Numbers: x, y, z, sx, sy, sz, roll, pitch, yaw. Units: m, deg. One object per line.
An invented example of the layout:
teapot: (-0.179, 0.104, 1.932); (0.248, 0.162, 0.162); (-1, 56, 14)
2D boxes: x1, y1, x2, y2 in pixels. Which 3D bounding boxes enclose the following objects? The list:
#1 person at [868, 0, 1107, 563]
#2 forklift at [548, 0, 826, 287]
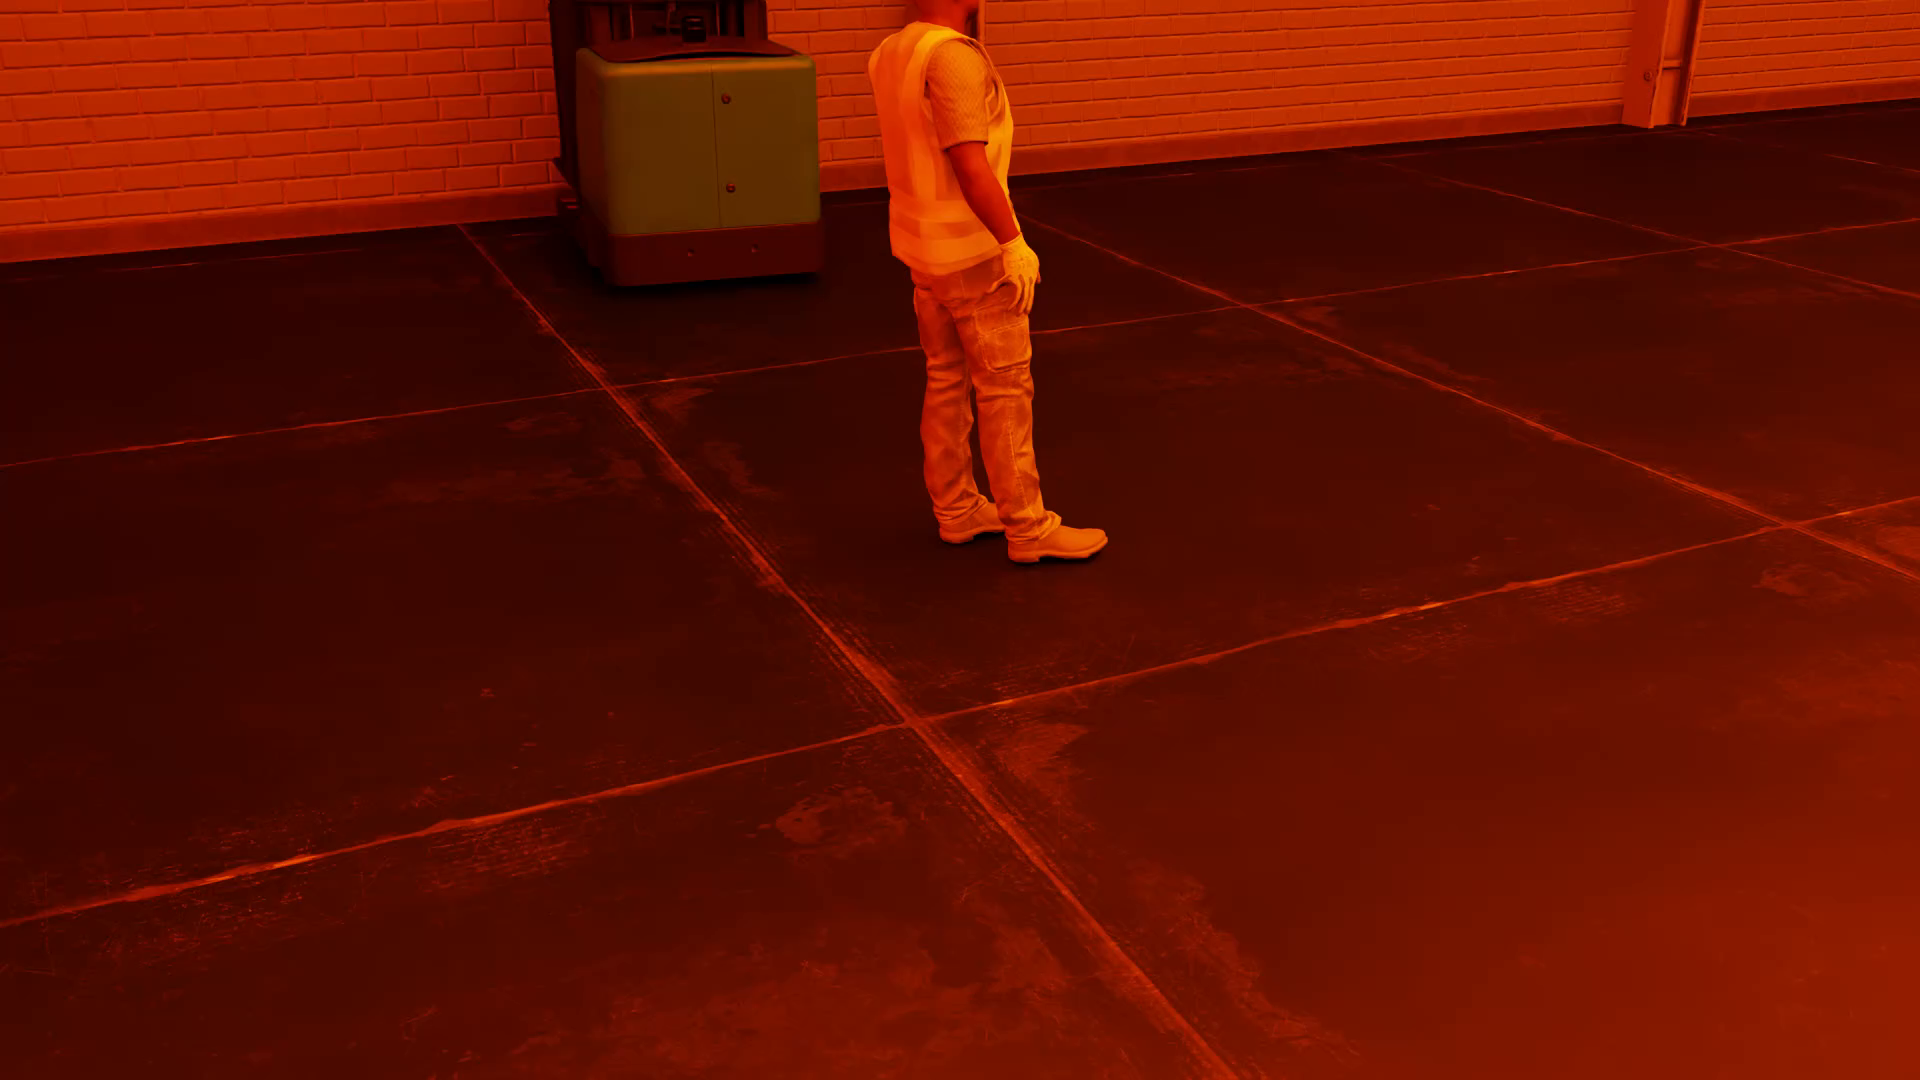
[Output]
person: (0.069, -0.839, 4.783); (0.575, 1.785, 0.657); (-10, 25, -23)
forklift: (-1.622, -3.074, 8.687); (1.130, 2.935, 3.031); (-8, 24, -18)
